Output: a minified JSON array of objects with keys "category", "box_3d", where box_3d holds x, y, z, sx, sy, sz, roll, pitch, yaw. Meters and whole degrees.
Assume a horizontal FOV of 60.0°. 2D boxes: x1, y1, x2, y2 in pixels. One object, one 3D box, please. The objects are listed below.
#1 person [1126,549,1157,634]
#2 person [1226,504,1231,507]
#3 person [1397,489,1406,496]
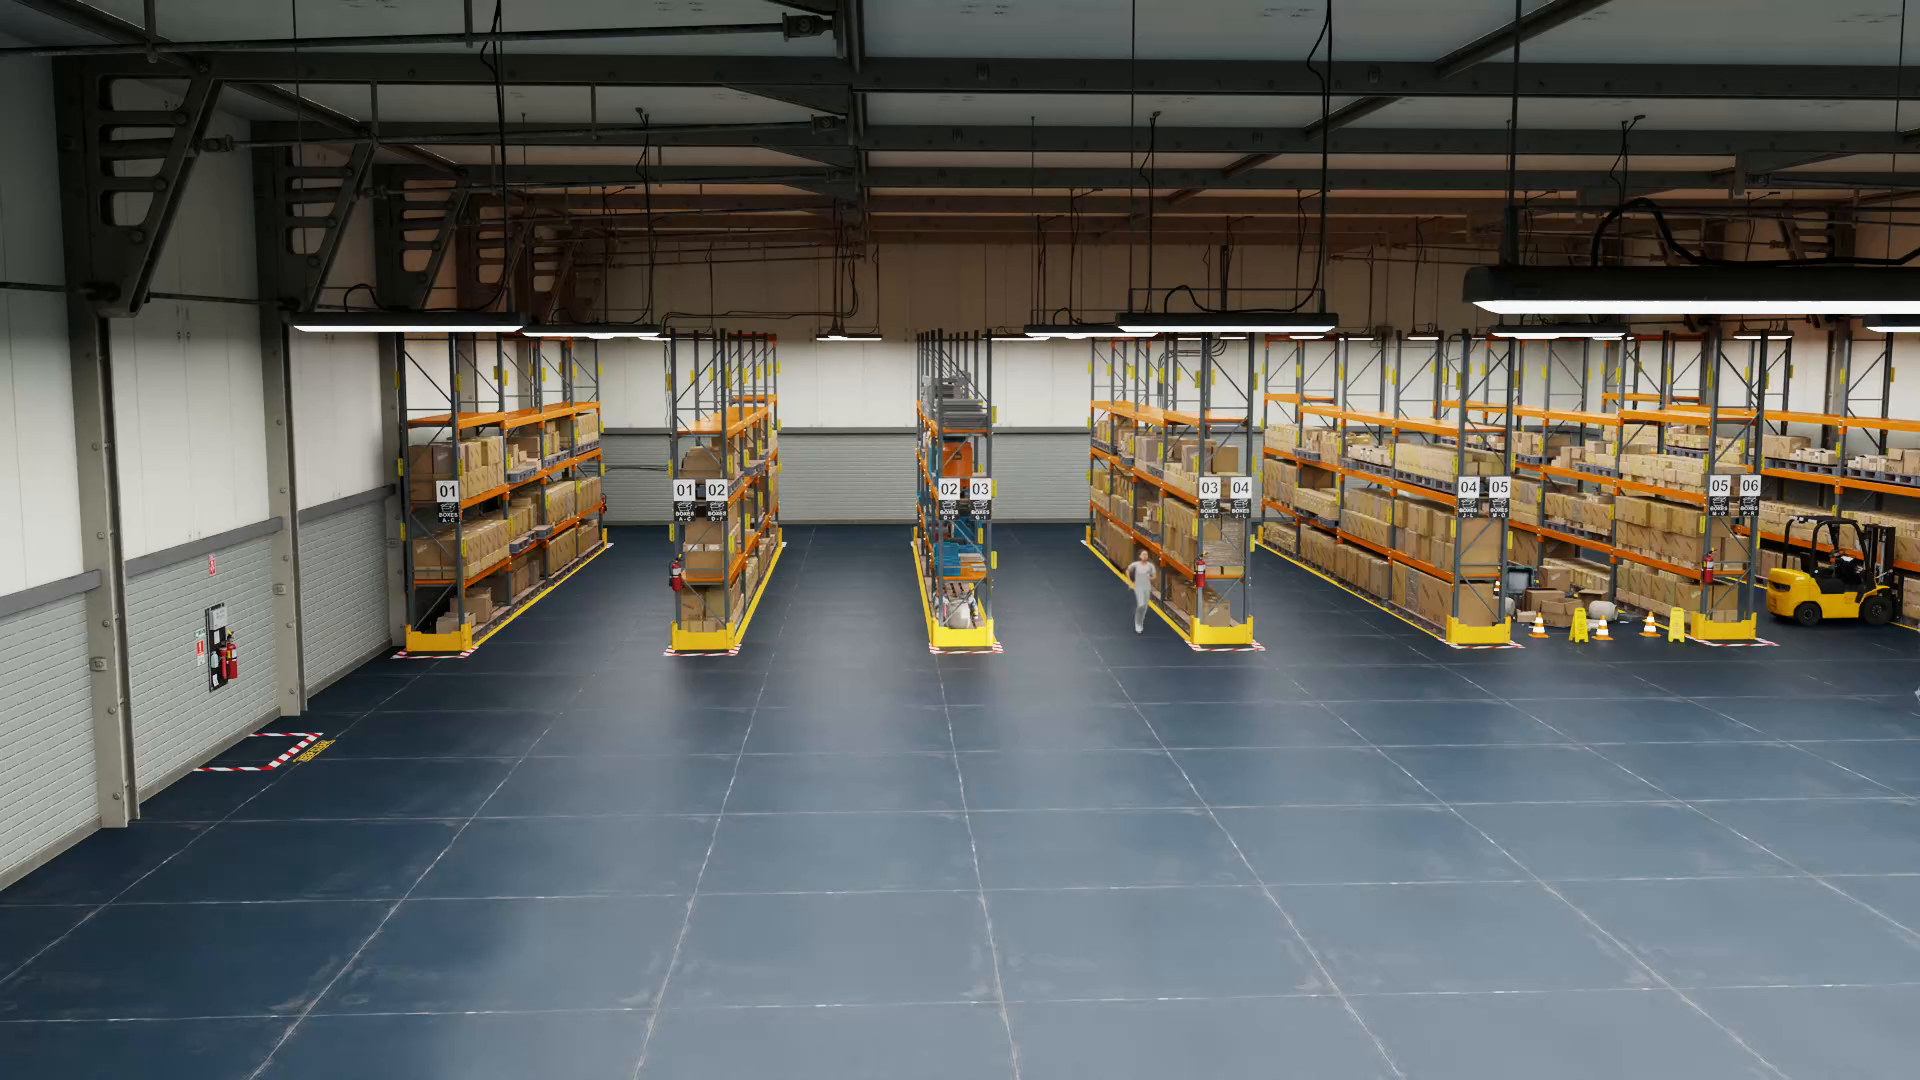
[{"category":"person","box_3d":[3.619,1.006,33.013,0.545,1.678,0.660,-1,7,-12]},{"category":"person","box_3d":[7.506,-0.703,47.807,0.621,1.626,0.468,3,7,23]},{"category":"person","box_3d":[13.028,-0.912,49.464,0.853,1.668,0.612,0,7,2]}]
